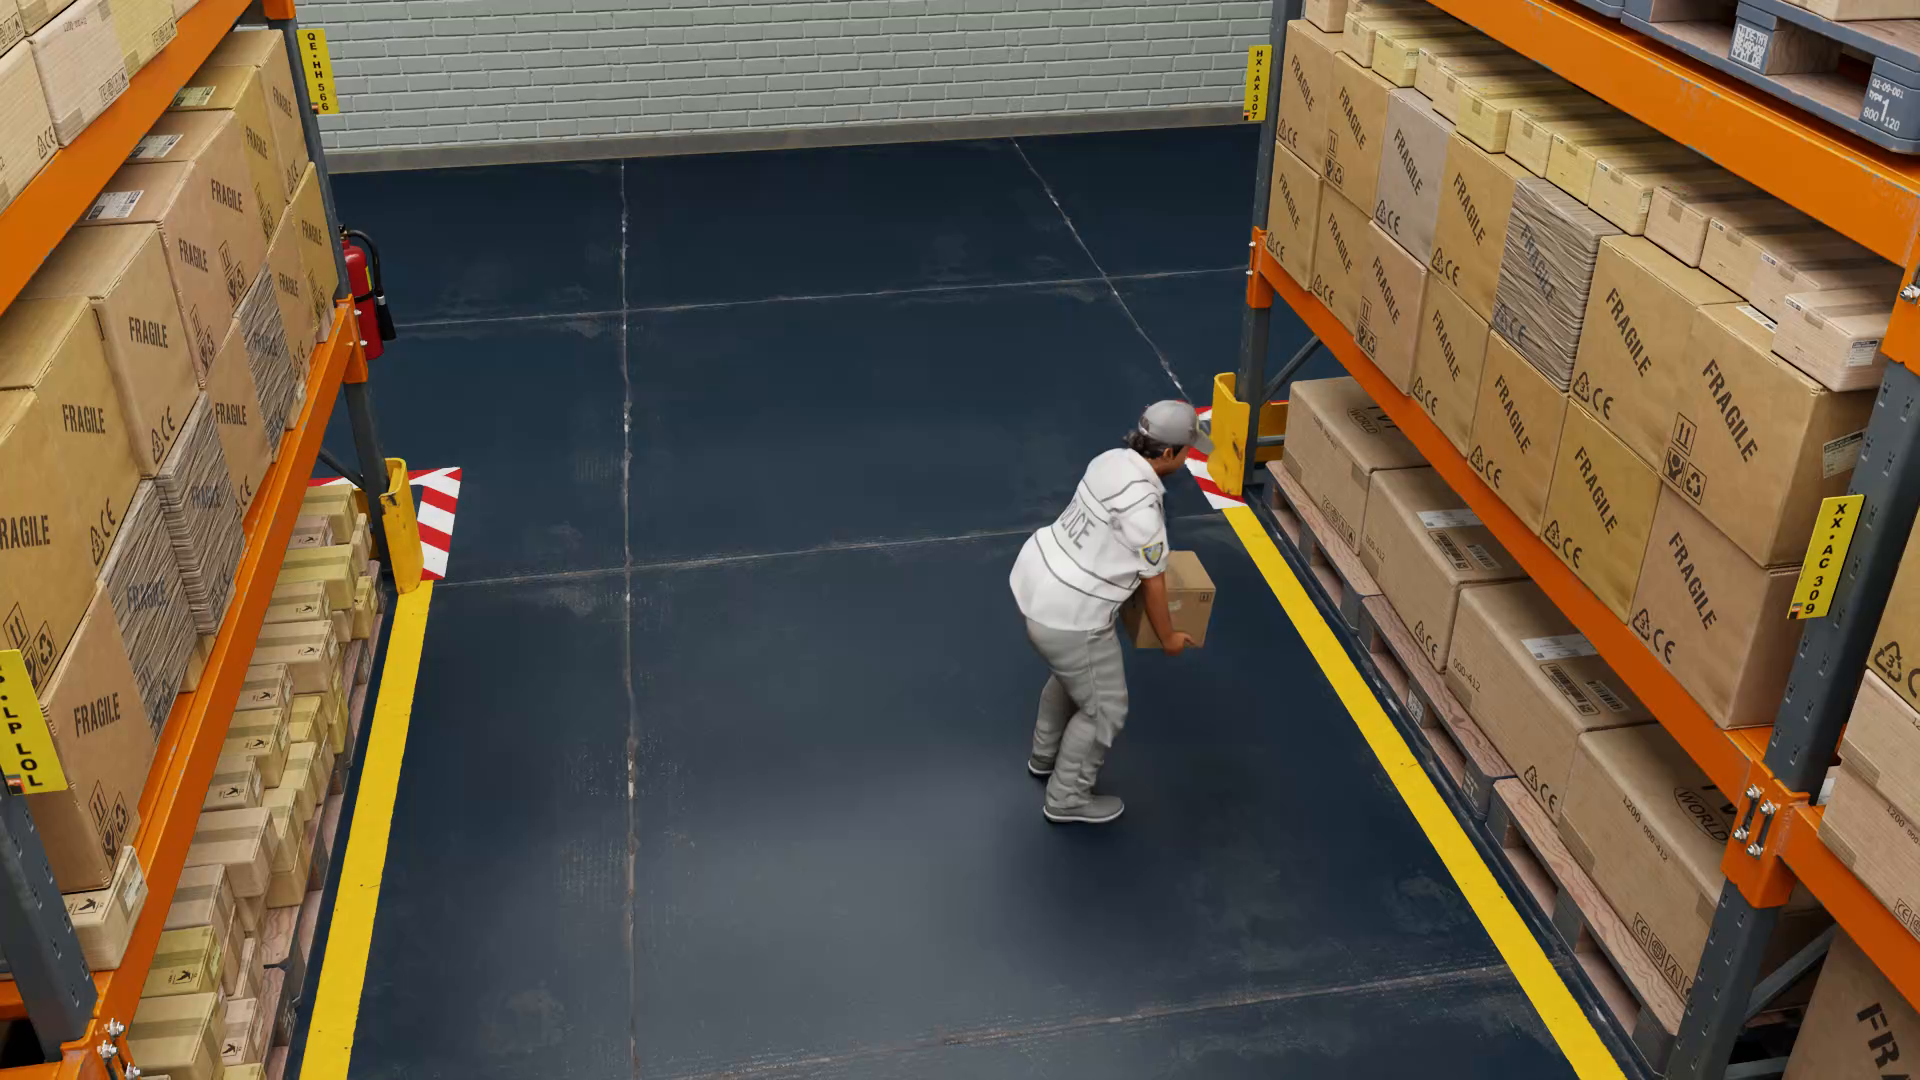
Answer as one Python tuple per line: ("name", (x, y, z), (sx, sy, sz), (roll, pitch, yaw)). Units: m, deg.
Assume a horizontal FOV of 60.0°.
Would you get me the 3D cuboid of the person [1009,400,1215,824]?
("person", (0.521, 0.248, 5.816), (0.684, 1.571, 0.456), (-6, 31, -10))
